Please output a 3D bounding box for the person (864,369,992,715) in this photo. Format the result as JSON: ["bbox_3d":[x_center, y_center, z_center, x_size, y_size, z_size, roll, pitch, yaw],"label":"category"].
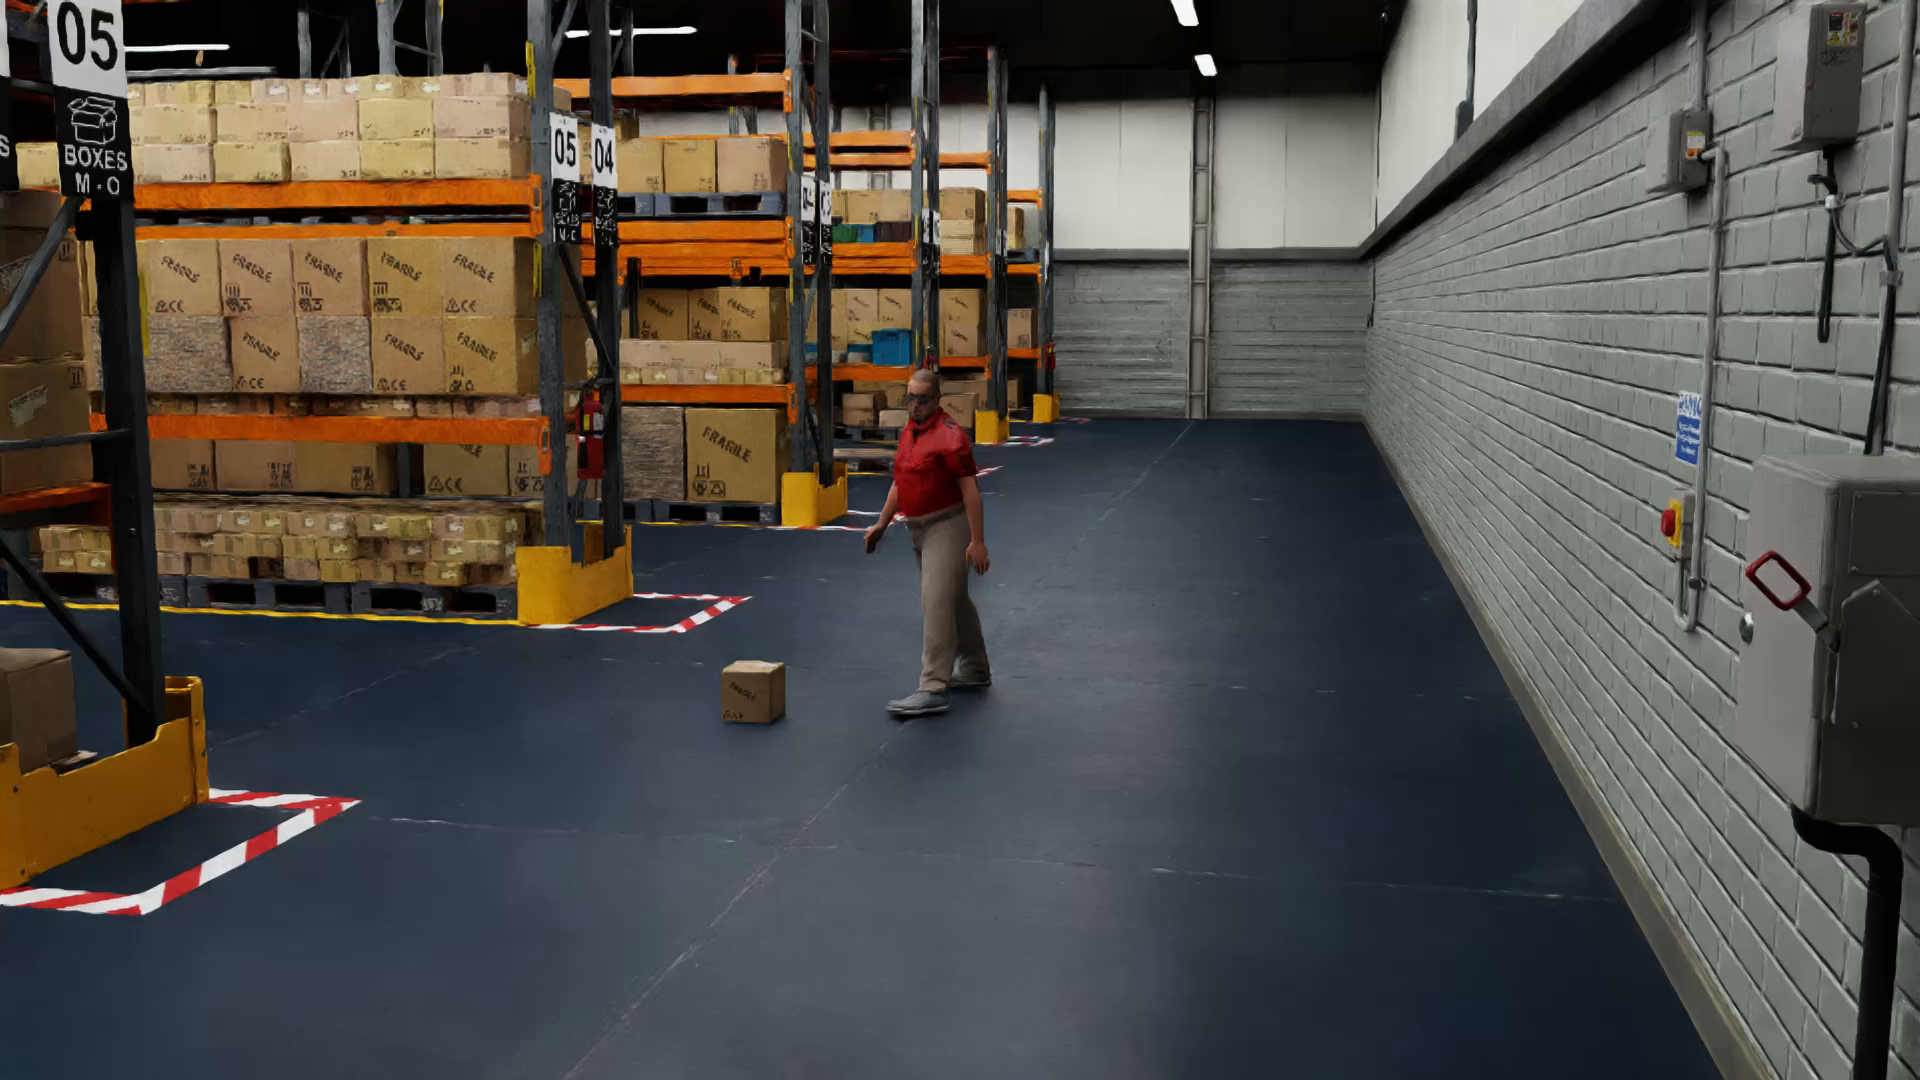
[{"bbox_3d":[-0.134,-0.023,8.455,0.757,1.690,0.677,-4,9,-25],"label":"person"}]
